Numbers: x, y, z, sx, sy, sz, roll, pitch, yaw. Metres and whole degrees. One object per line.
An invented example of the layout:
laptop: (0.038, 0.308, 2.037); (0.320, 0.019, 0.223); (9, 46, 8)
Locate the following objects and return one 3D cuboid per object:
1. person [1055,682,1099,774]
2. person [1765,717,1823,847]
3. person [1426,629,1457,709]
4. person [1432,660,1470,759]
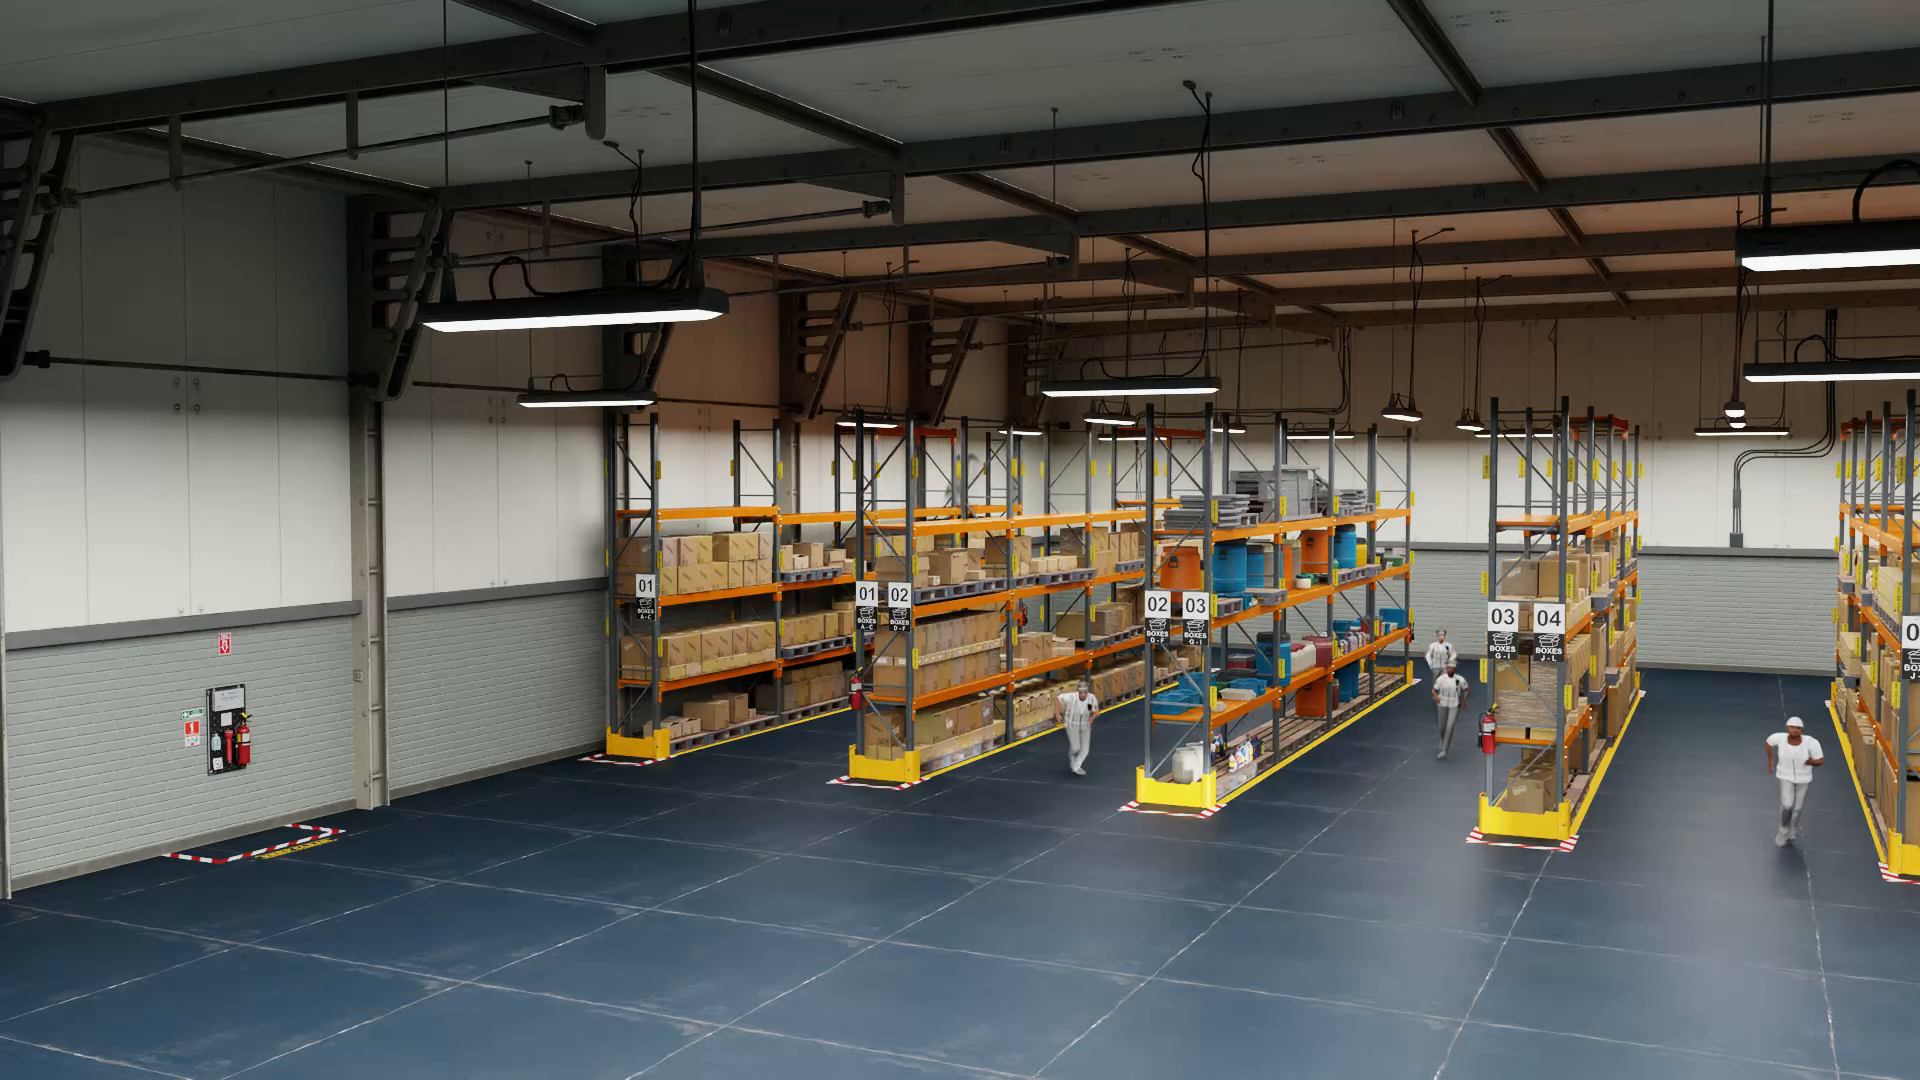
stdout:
person: (1.905, 3.076, 27.132); (0.695, 1.572, 0.892); (0, 2, -9)
person: (11.050, 3.205, 22.037); (0.660, 1.760, 0.839); (1, 3, 21)
person: (10.169, 2.709, 35.148); (0.630, 1.680, 0.677); (1, 2, 14)
person: (8.574, 2.930, 29.115); (0.618, 1.687, 0.958); (1, 3, 24)
